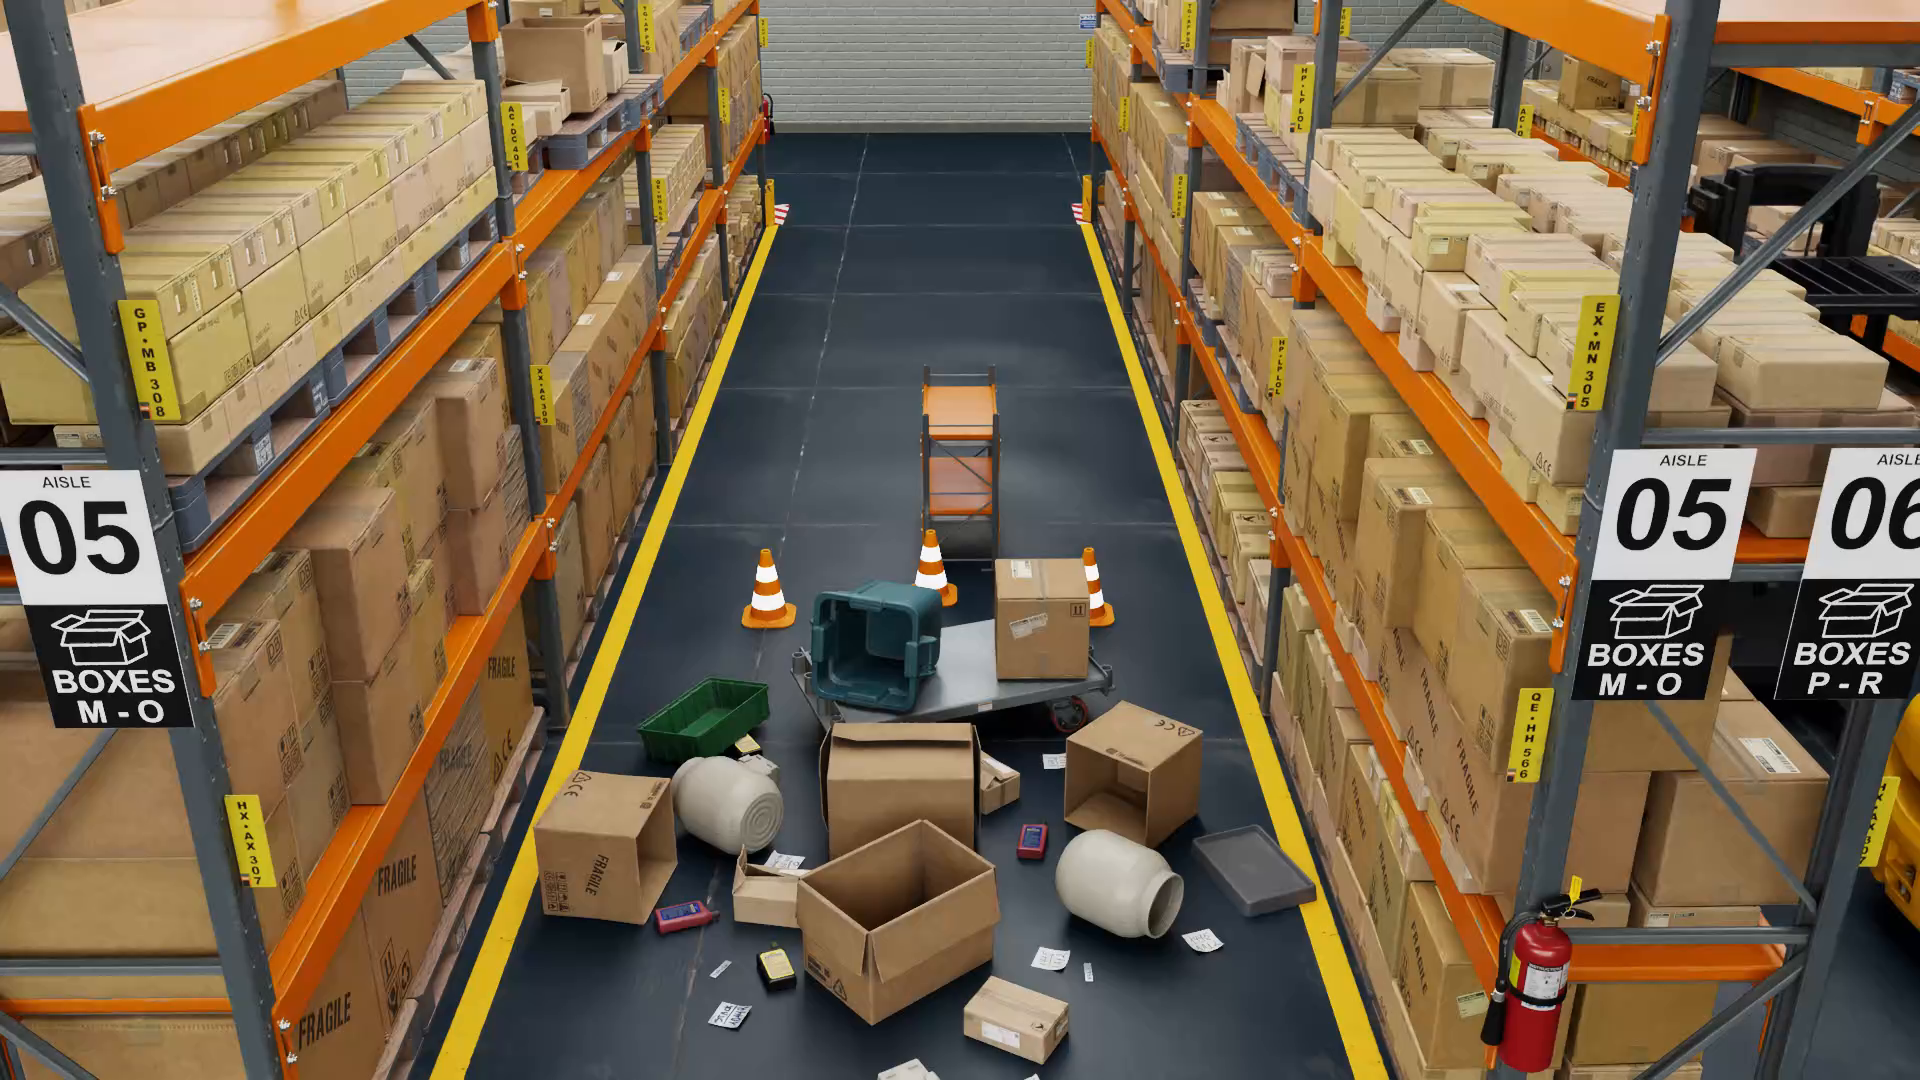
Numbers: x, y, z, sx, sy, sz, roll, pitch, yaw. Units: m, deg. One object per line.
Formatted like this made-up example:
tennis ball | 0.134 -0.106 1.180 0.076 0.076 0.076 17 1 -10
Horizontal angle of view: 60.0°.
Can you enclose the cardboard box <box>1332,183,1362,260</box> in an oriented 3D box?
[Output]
cardboard box | 1.976 -1.419 7.428 0.500 0.250 0.500 0 24 -1

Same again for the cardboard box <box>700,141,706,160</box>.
cardboard box | -2.604 -3.662 15.641 0.380 0.149 0.250 0 24 1

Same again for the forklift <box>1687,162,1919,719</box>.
forklift | 4.606 -0.504 9.308 1.130 2.935 3.031 0 24 0

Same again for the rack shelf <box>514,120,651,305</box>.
rack shelf | -2.740 -2.179 10.161 1.077 0.370 4.000 0 24 -1

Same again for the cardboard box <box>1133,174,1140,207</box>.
cardboard box | 1.891 -3.212 15.395 0.500 0.250 0.500 -1 24 -2

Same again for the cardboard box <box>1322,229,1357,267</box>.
cardboard box | 1.933 -1.395 7.858 0.380 0.149 0.250 0 24 -1

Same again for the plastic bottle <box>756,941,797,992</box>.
plastic bottle | -0.834 1.907 7.460 0.133 0.061 0.283 -9 26 -19

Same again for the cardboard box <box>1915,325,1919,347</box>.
cardboard box | 6.923 -1.380 11.344 0.500 0.250 0.500 -1 24 -2

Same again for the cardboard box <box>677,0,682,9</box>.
cardboard box | -2.912 -5.060 15.026 0.700 0.500 0.500 0 24 0

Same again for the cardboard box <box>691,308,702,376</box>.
cardboard box | -2.534 -1.728 14.455 0.500 0.500 0.500 -1 24 -2

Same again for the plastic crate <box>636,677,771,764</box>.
plastic crate | -1.407 1.005 9.231 0.450 0.188 0.662 3 22 31

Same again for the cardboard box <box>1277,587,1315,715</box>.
cardboard box | 1.966 0.584 8.736 0.500 0.500 0.500 1 24 2

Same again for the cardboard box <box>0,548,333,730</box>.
cardboard box | -2.739 0.392 5.750 0.875 0.550 0.550 0 24 -1

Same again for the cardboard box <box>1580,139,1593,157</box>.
cardboard box | 6.792 -4.144 17.577 0.380 0.149 0.250 -1 24 -1

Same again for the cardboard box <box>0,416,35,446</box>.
cardboard box | -3.019 -0.396 5.020 0.380 0.149 0.250 0 24 0

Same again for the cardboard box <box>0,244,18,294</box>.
cardboard box | -3.019 -0.761 4.858 0.380 0.149 0.250 0 24 0

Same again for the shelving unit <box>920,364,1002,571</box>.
shelving unit | 0.000 -0.515 11.524 0.538 1.125 1.048 0 24 -1

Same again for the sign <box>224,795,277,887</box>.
sign | -2.120 0.902 4.970 0.100 0.325 0.005 0 24 -1

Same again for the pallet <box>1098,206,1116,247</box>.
pallet | 2.186 -3.725 19.730 1.003 0.211 1.213 0 24 -1

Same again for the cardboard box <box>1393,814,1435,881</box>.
cardboard box | 1.933 1.213 6.559 0.380 0.149 0.250 0 24 1

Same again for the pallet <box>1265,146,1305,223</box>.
pallet | 2.330 -1.916 8.934 1.213 0.211 1.003 0 24 -1

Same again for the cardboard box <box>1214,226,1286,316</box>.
cardboard box | 1.985 -1.781 11.055 0.500 0.500 0.500 0 24 0

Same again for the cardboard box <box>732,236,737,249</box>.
cardboard box | -2.601 -3.220 17.819 0.380 0.149 0.250 1 24 2

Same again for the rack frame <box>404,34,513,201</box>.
rack frame | -2.719 -3.050 7.573 1.000 3.000 0.127 0 24 -1

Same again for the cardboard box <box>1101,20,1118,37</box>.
cardboard box | 1.788 -5.759 18.721 0.380 0.149 0.250 0 24 1

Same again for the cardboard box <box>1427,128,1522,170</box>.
cardboard box | 2.452 -1.866 7.933 0.380 0.149 0.250 0 24 1

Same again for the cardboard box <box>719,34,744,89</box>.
cardboard box | -2.567 -5.069 17.622 0.500 0.500 0.500 -1 24 -2

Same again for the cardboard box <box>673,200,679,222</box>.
cardboard box | -2.582 -2.773 14.036 0.380 0.149 0.250 0 24 0

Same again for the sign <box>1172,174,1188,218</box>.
sign | 1.631 -2.552 12.347 0.100 0.325 0.005 0 24 -1

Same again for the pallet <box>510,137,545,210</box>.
pallet | -2.778 -1.973 9.065 0.805 0.209 1.217 -1 24 -3

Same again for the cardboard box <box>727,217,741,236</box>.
cardboard box | -2.545 -3.349 17.744 0.380 0.149 0.250 0 24 1

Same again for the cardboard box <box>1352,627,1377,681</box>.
cardboard box | 1.948 0.497 7.317 0.380 0.149 0.250 0 24 -1

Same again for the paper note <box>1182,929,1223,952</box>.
paper note | 1.118 1.839 7.647 0.142 0.019 0.148 -9 26 -19

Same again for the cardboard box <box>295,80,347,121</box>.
cardboard box | -3.055 -2.017 7.636 0.380 0.149 0.250 0 24 0

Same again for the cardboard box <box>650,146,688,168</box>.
cardboard box | -2.599 -3.369 14.633 0.380 0.149 0.250 -1 24 -2

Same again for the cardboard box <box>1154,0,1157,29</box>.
cardboard box | 1.813 -4.419 13.894 0.396 0.266 0.258 2 24 4

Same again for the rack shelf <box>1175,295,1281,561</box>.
rack shelf | 2.208 -0.876 10.921 1.077 0.370 4.000 0 24 -1

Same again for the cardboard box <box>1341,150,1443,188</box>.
cardboard box | 1.933 -1.648 7.452 0.380 0.149 0.250 -1 24 -2

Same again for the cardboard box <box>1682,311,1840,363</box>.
cardboard box | 2.455 -0.598 5.130 0.380 0.149 0.250 0 24 -1

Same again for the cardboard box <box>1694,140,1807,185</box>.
cardboard box | 6.902 -3.200 14.555 0.700 0.500 0.500 0 24 -1

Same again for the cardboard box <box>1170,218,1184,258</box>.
cardboard box | 1.927 -2.386 12.961 0.500 0.250 0.500 0 24 -1

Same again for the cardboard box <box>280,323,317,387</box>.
cardboard box | -2.367 -0.612 5.498 0.380 0.149 0.250 0 24 0

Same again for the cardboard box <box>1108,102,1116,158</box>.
cardboard box | 1.851 -4.331 17.565 0.500 0.500 0.500 -1 24 -1

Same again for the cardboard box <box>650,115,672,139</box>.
cardboard box | -3.094 -3.992 16.454 0.500 0.500 0.500 0 24 0

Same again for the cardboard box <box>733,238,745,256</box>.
cardboard box | -2.543 -3.191 18.115 0.380 0.149 0.250 -1 24 -2

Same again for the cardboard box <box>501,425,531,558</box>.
cardboard box | -2.703 -0.232 8.442 0.875 0.550 0.550 0 24 -1

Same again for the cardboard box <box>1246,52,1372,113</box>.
cardboard box | 2.232 -2.814 10.566 0.797 0.503 0.637 0 24 -1

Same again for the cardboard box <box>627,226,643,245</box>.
cardboard box | -2.567 -2.377 12.799 0.380 0.149 0.250 1 24 2

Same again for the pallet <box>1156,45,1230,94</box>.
pallet | 2.126 -3.574 12.601 1.213 0.211 1.003 1 24 2

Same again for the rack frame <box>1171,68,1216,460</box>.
rack frame | 2.186 -2.028 12.595 1.000 3.000 0.127 0 24 -1

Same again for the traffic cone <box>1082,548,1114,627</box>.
traffic cone | 0.817 0.271 10.589 0.336 0.463 0.334 0 24 -1

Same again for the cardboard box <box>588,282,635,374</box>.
cardboard box | -2.479 -1.414 11.115 0.500 0.500 0.500 -1 24 -1

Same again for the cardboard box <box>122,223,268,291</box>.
cardboard box | -2.365 -0.868 5.095 0.380 0.149 0.250 -1 24 -1

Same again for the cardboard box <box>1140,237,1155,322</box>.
cardboard box | 2.229 -2.645 16.026 0.875 0.875 0.875 0 24 1

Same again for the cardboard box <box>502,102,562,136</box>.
cardboard box | -2.474 -2.384 9.415 0.380 0.149 0.250 0 24 -1

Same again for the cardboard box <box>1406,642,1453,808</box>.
cardboard box | 1.991 0.658 6.172 0.500 0.500 0.500 0 24 0
